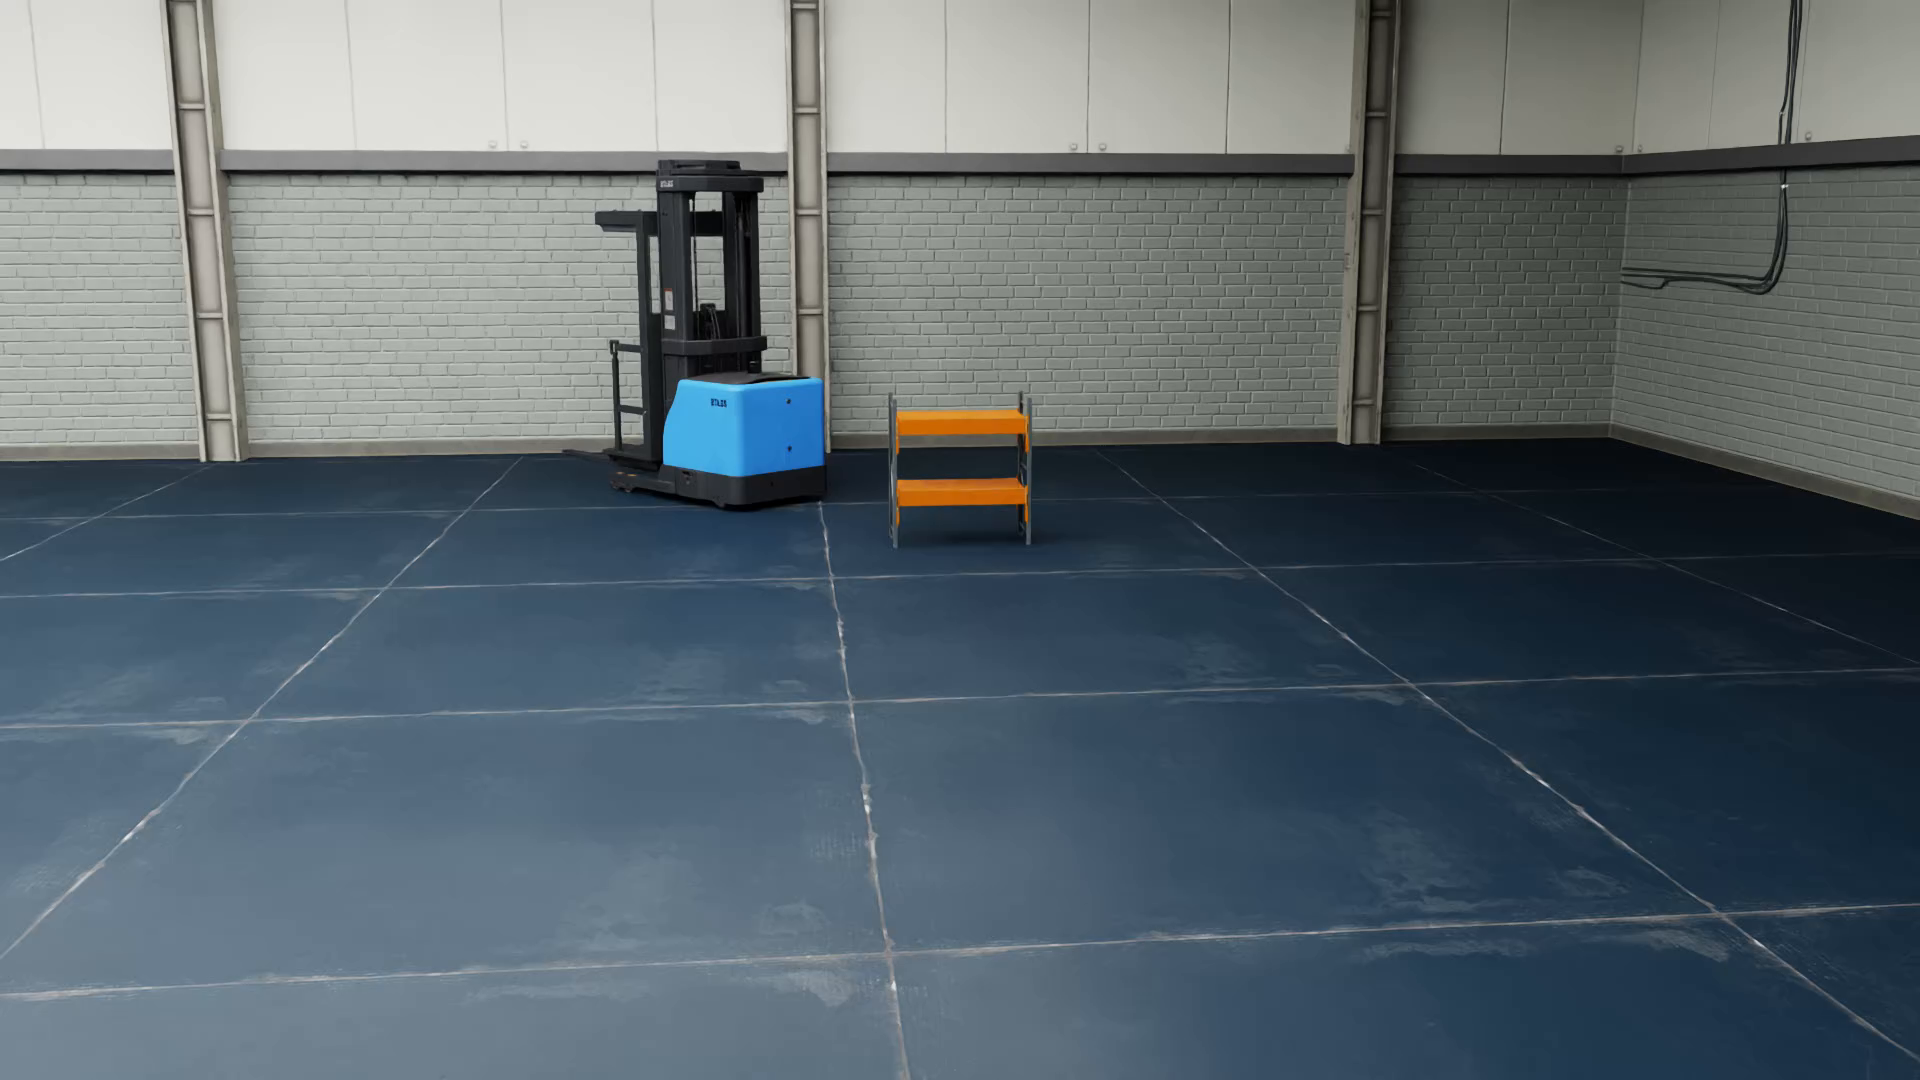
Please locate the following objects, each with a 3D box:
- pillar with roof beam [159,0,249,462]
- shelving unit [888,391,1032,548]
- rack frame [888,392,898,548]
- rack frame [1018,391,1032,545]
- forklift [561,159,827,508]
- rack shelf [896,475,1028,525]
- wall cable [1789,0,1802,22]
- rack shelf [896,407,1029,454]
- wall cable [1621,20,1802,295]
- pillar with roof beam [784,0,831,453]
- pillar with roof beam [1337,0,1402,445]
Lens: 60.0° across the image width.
[{"bbox_3d":[-7.074,-4.415,11.996,0.400,9.000,9.100,-1,11,-6],"label":"pillar with roof beam"},{"bbox_3d":[-0.007,-0.552,12.759,1.048,1.125,0.538,-1,11,-6],"label":"shelving unit"},{"bbox_3d":[-0.512,-0.541,12.705,0.032,1.125,0.500,-1,11,-6],"label":"rack frame"},{"bbox_3d":[0.499,-0.562,12.813,0.032,1.125,0.500,-1,11,-6],"label":"rack frame"},{"bbox_3d":[-2.573,-1.932,15.099,3.031,2.935,1.130,11,16,44],"label":"forklift"},{"bbox_3d":[-0.007,-0.312,12.806,1.000,0.278,0.538,-1,11,-6],"label":"rack shelf"},{"bbox_3d":[7.755,-5.734,13.663,0.112,2.526,3.097,-1,11,-6],"label":"wall cable"},{"bbox_3d":[-0.007,-0.839,12.702,1.000,0.278,0.538,-1,11,-6],"label":"rack shelf"},{"bbox_3d":[7.462,-3.775,16.789,0.112,2.526,3.097,-1,11,-6],"label":"wall cable"},{"bbox_3d":[-1.109,-4.540,12.632,0.400,9.000,9.100,-1,11,-6],"label":"pillar with roof beam"},{"bbox_3d":[4.856,-4.665,13.268,0.400,9.000,9.100,-1,11,-6],"label":"pillar with roof beam"}]
